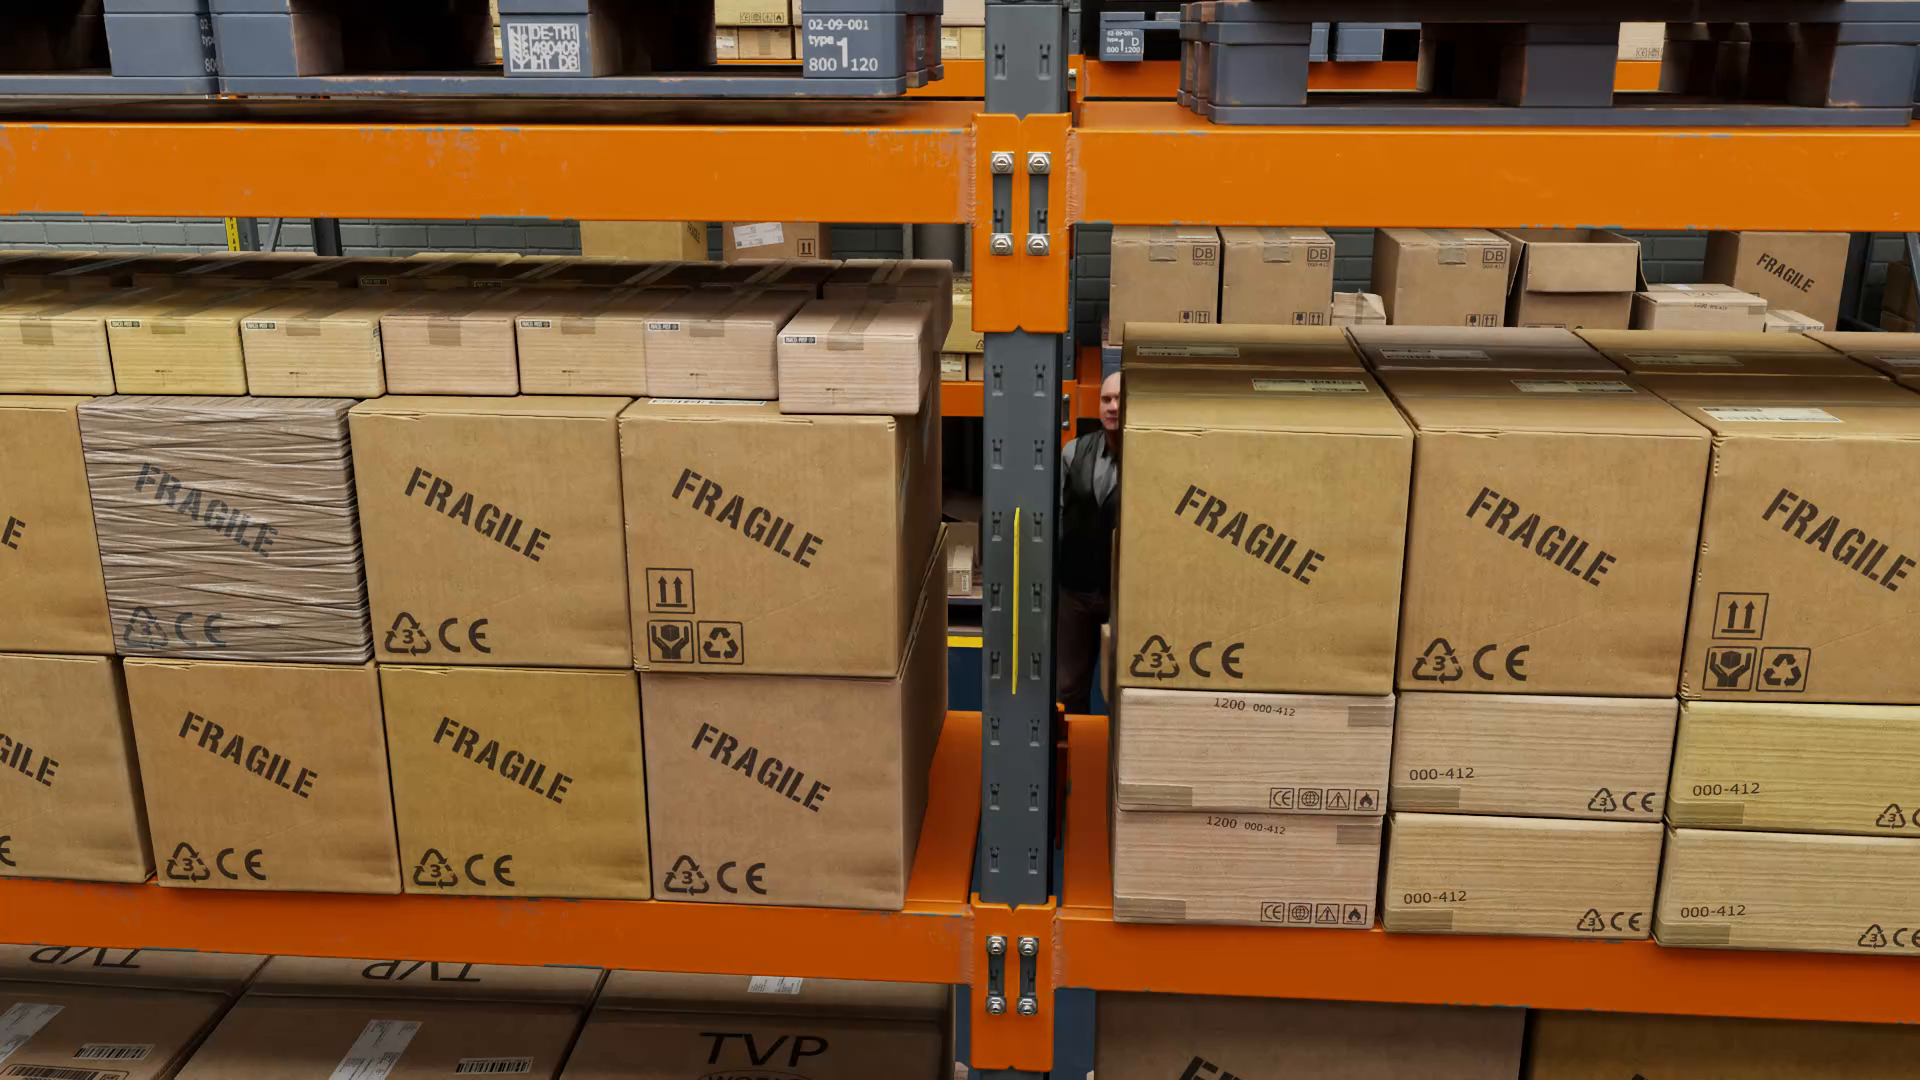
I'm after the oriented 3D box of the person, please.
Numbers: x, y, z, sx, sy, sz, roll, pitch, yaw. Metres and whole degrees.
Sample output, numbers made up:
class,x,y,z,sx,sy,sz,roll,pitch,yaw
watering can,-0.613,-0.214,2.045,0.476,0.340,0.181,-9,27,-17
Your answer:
class,x,y,z,sx,sy,sz,roll,pitch,yaw
person,0.559,0.230,6.350,0.560,1.725,0.545,7,19,21
